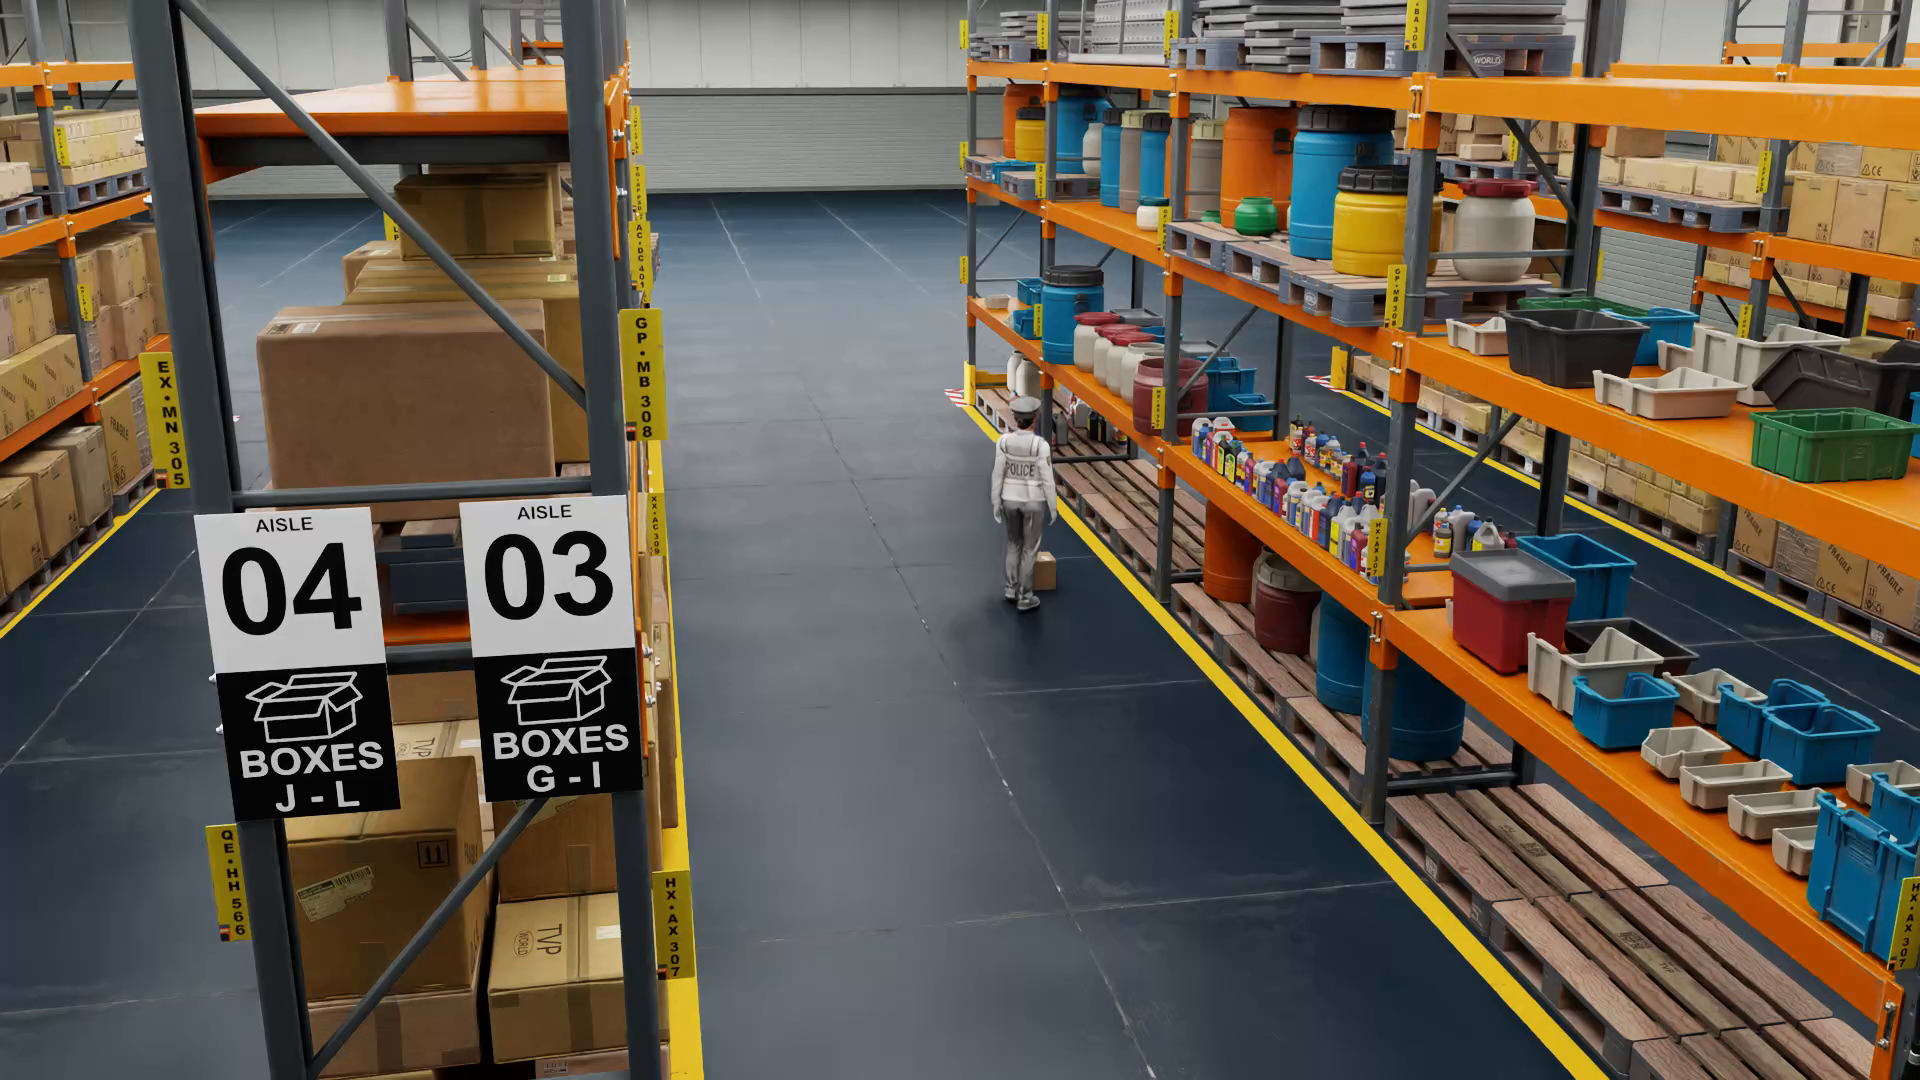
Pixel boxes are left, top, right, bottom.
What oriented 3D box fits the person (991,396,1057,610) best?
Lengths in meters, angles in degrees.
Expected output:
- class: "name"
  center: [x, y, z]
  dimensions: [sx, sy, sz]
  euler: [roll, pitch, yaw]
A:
- class: "person"
  center: [0.539, -0.267, 12.947]
  dimensions: [0.503, 1.724, 0.436]
  euler: [8, 18, 25]
